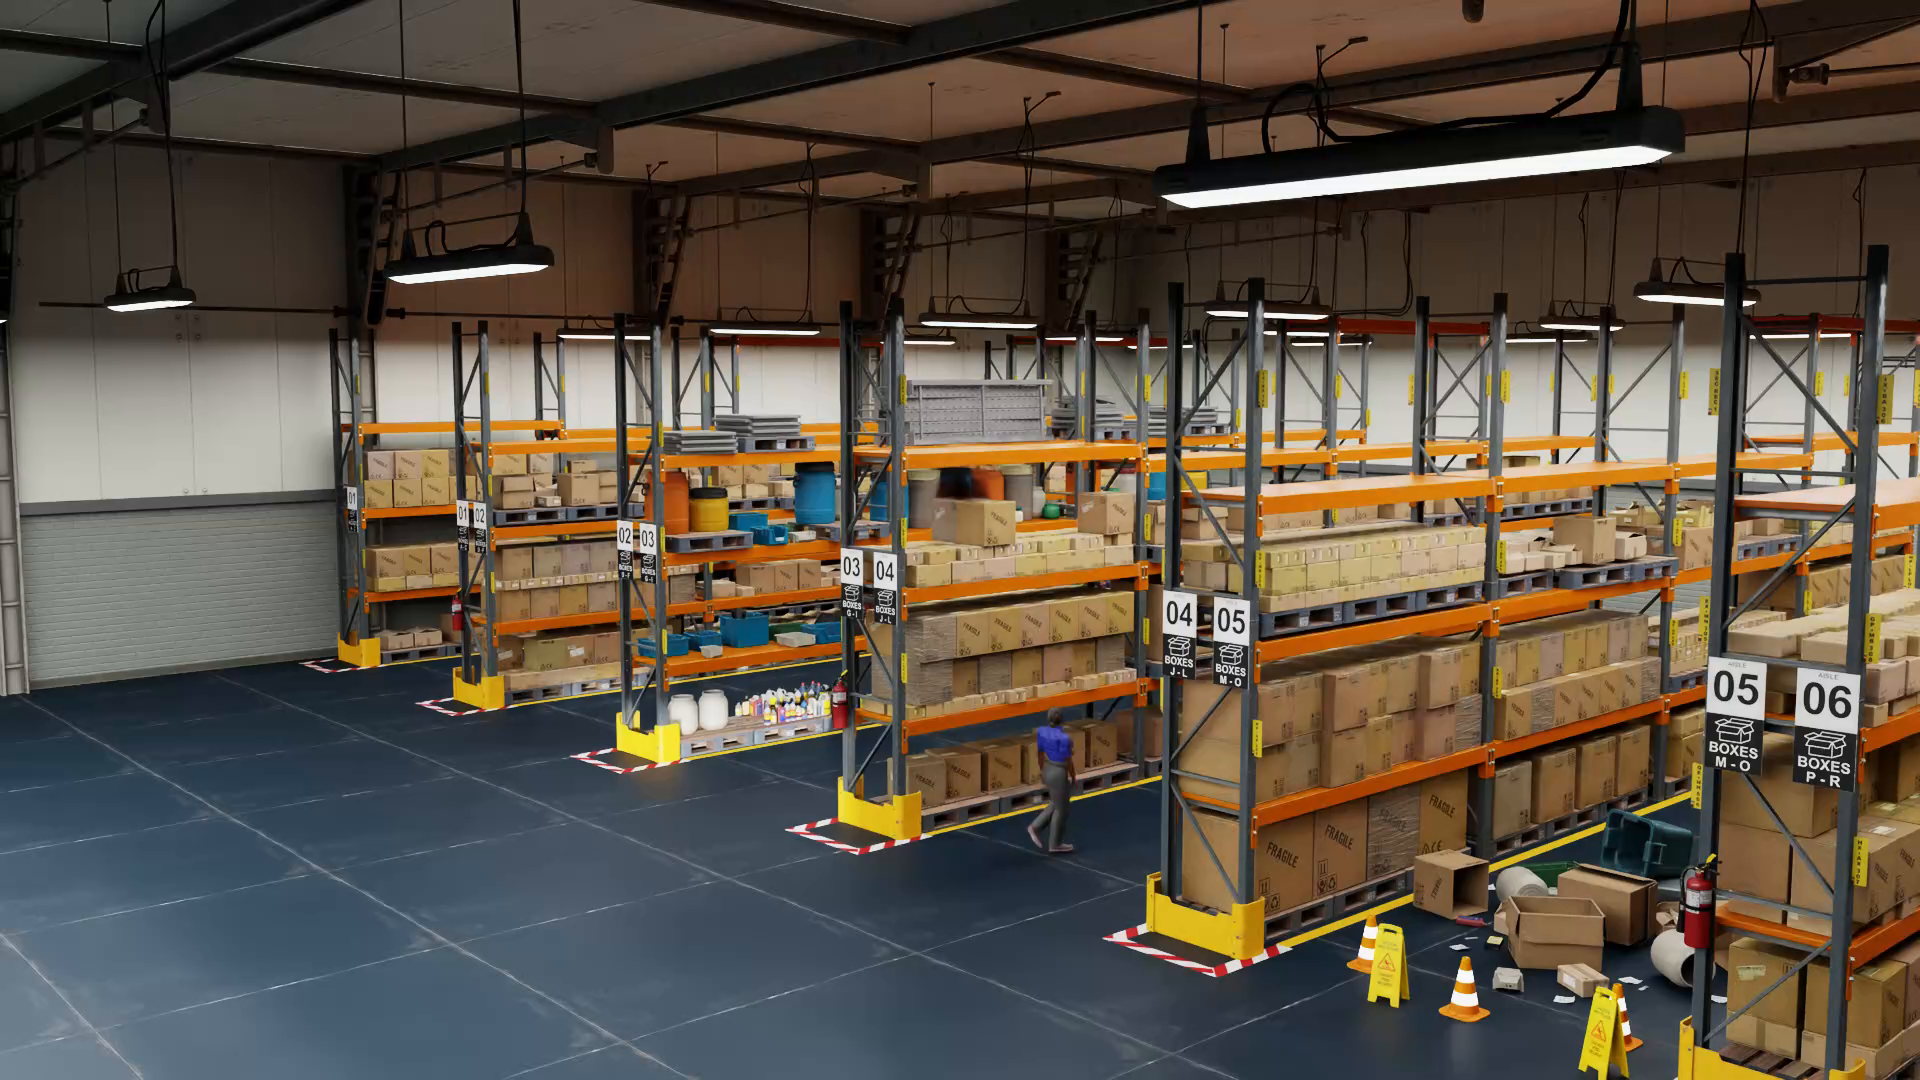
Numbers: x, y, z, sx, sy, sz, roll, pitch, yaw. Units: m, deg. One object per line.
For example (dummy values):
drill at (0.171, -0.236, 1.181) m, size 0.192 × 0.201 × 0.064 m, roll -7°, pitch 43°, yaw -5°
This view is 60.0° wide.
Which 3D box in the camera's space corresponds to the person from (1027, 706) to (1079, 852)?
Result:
person at (1.017, 2.574, 17.941) m, size 0.523 × 1.622 × 0.462 m, roll -1°, pitch 6°, yaw -15°

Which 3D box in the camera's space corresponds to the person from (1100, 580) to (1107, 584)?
person at (3.111, 1.020, 33.888) m, size 0.929 × 1.606 × 0.466 m, roll -4°, pitch 7°, yaw -36°

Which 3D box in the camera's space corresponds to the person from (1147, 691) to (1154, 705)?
person at (2.635, 1.944, 24.104) m, size 0.396 × 1.688 × 0.498 m, roll 3°, pitch 6°, yaw 24°
